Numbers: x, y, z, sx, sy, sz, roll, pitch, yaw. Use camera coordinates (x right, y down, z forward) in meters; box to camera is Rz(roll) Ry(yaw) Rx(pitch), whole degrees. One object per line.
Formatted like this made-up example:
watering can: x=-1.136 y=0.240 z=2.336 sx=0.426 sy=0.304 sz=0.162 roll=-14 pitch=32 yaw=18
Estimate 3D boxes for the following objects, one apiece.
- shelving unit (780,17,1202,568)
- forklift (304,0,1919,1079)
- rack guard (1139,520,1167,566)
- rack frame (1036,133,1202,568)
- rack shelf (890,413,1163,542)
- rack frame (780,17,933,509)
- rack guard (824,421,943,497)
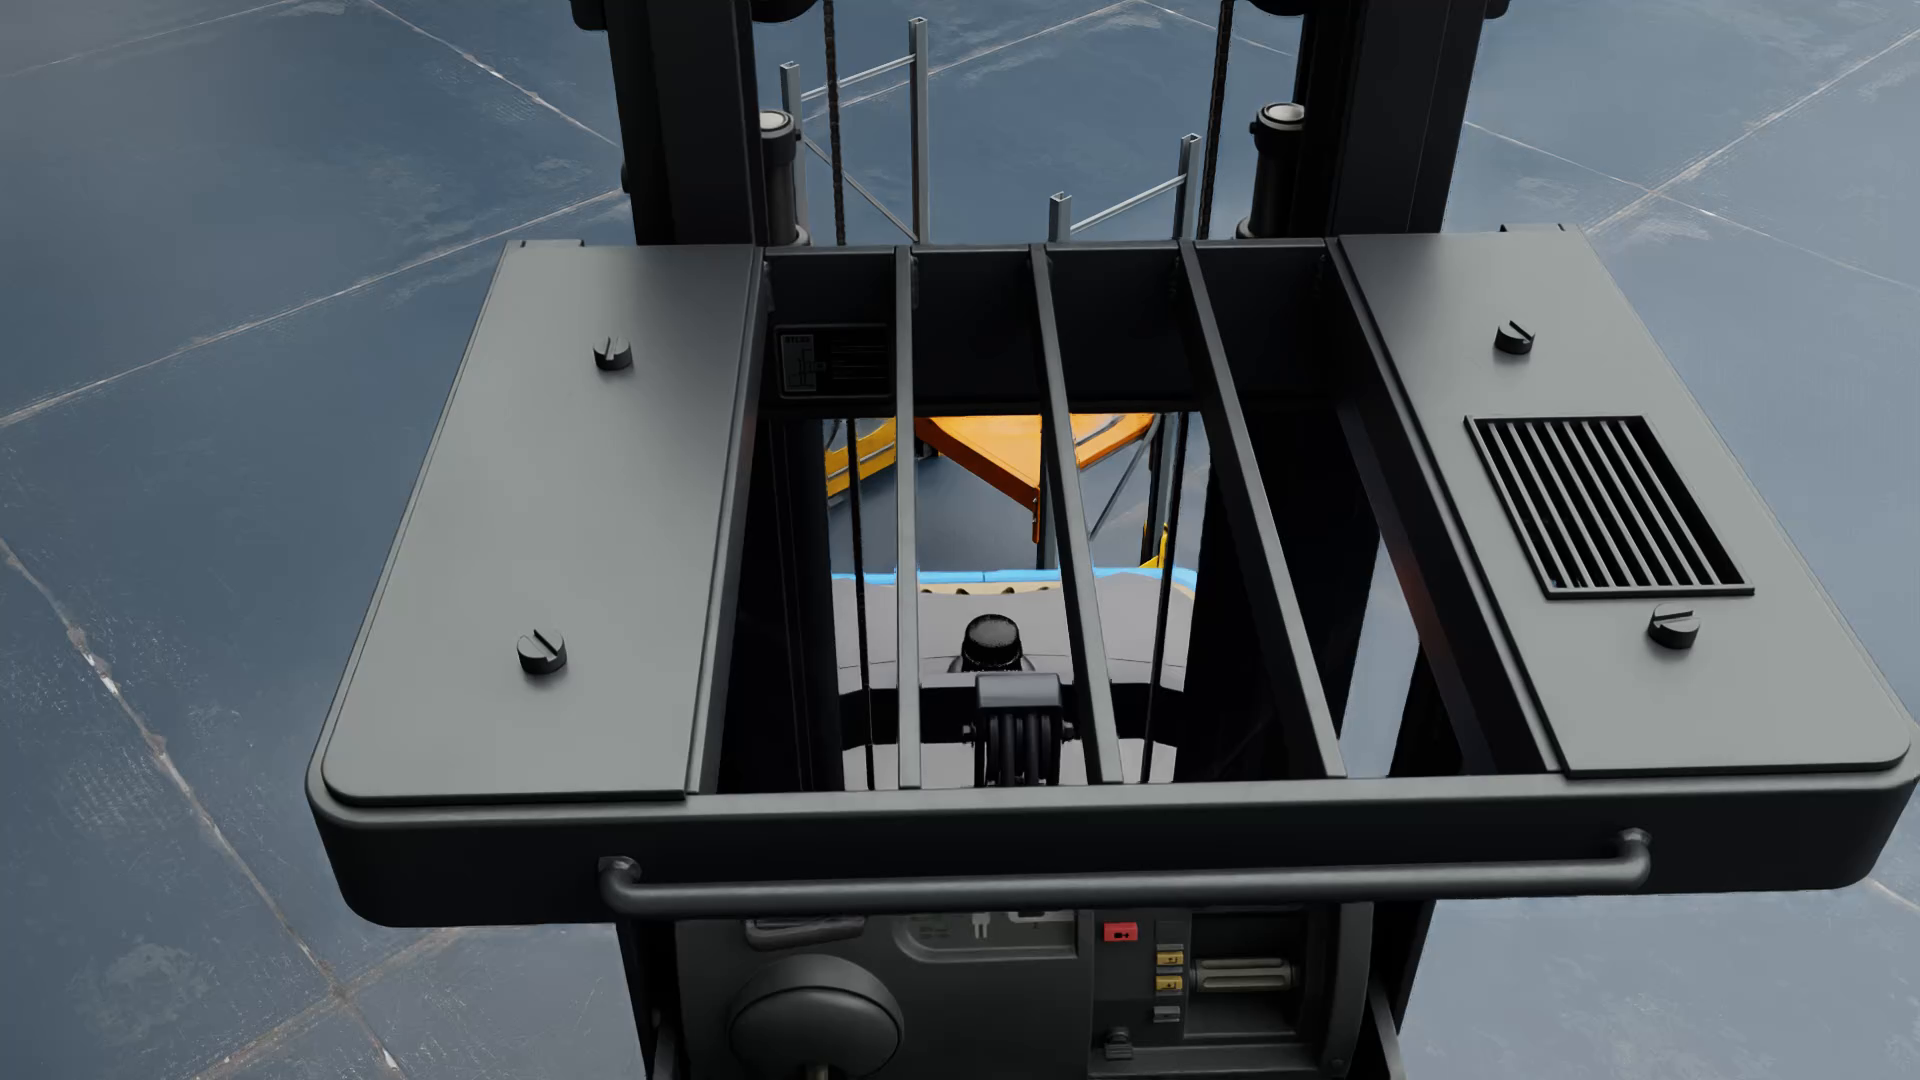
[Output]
shelving unit: x=0.052 y=-0.548 z=4.735 sx=0.587 sy=1.500 sz=1.083 roll=-30 pitch=48 yaw=-32
forklift: x=0.097 y=0.679 z=2.076 sx=1.130 sy=2.935 sz=3.031 roll=-1 pitch=39 yaw=-1
rack guard: x=0.388 y=0.169 z=4.842 sx=0.587 sy=0.250 sz=0.087 roll=-30 pitch=48 yaw=-32
rack frame: x=0.402 y=-0.309 z=4.439 sx=0.500 sy=1.500 sz=0.032 roll=-30 pitch=48 yaw=-32
rack shelf: x=0.058 y=-0.404 z=4.843 sx=0.538 sy=0.185 sz=1.000 roll=-30 pitch=48 yaw=-32
rack frame: x=-0.286 y=-0.779 z=5.021 sx=0.500 sy=1.500 sz=0.032 roll=-30 pitch=48 yaw=-32
rack guard: x=-0.285 y=-0.292 z=5.413 sx=0.587 sy=0.250 sz=0.087 roll=-30 pitch=48 yaw=-32
